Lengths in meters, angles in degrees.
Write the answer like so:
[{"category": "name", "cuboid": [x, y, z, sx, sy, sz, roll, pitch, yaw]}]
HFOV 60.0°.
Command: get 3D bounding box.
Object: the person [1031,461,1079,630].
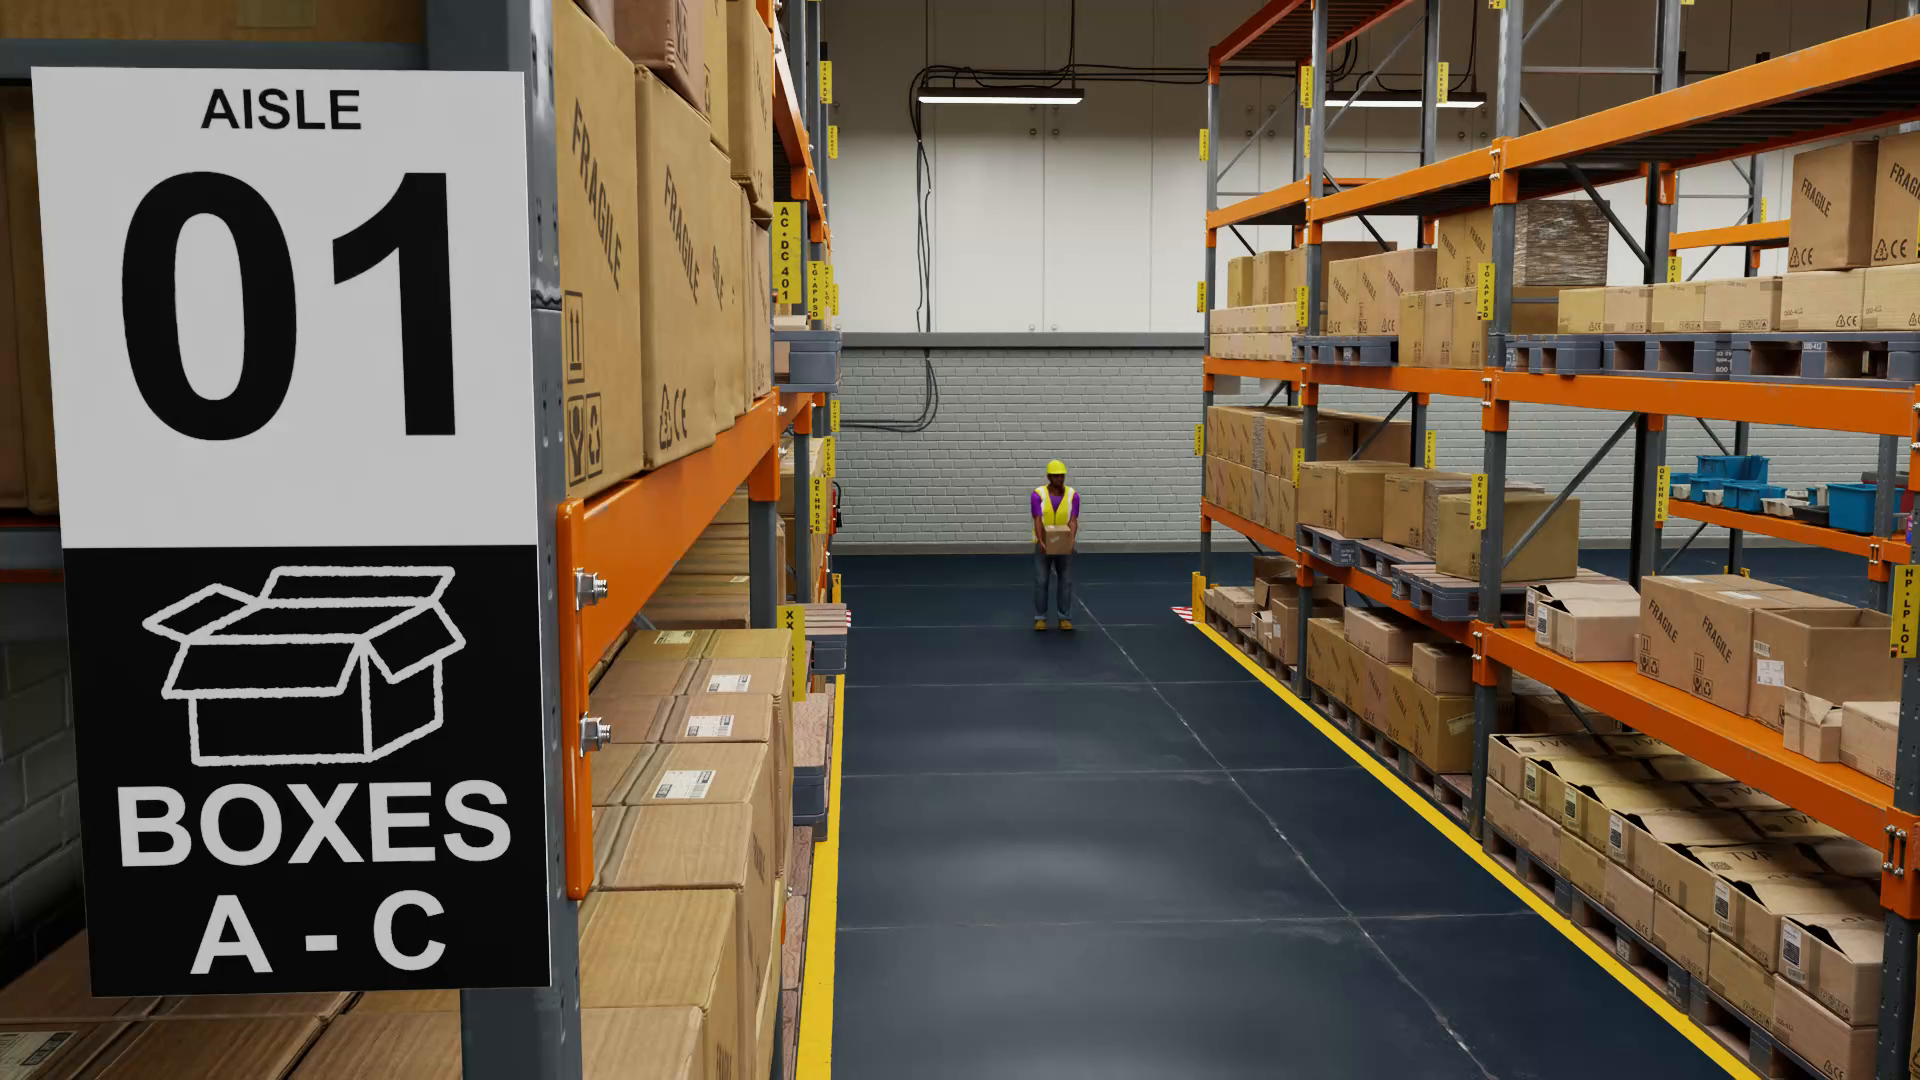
[{"category": "person", "cuboid": [0.989, 0.061, 17.160, 0.504, 1.758, 0.581, -1, 7, -5]}]
